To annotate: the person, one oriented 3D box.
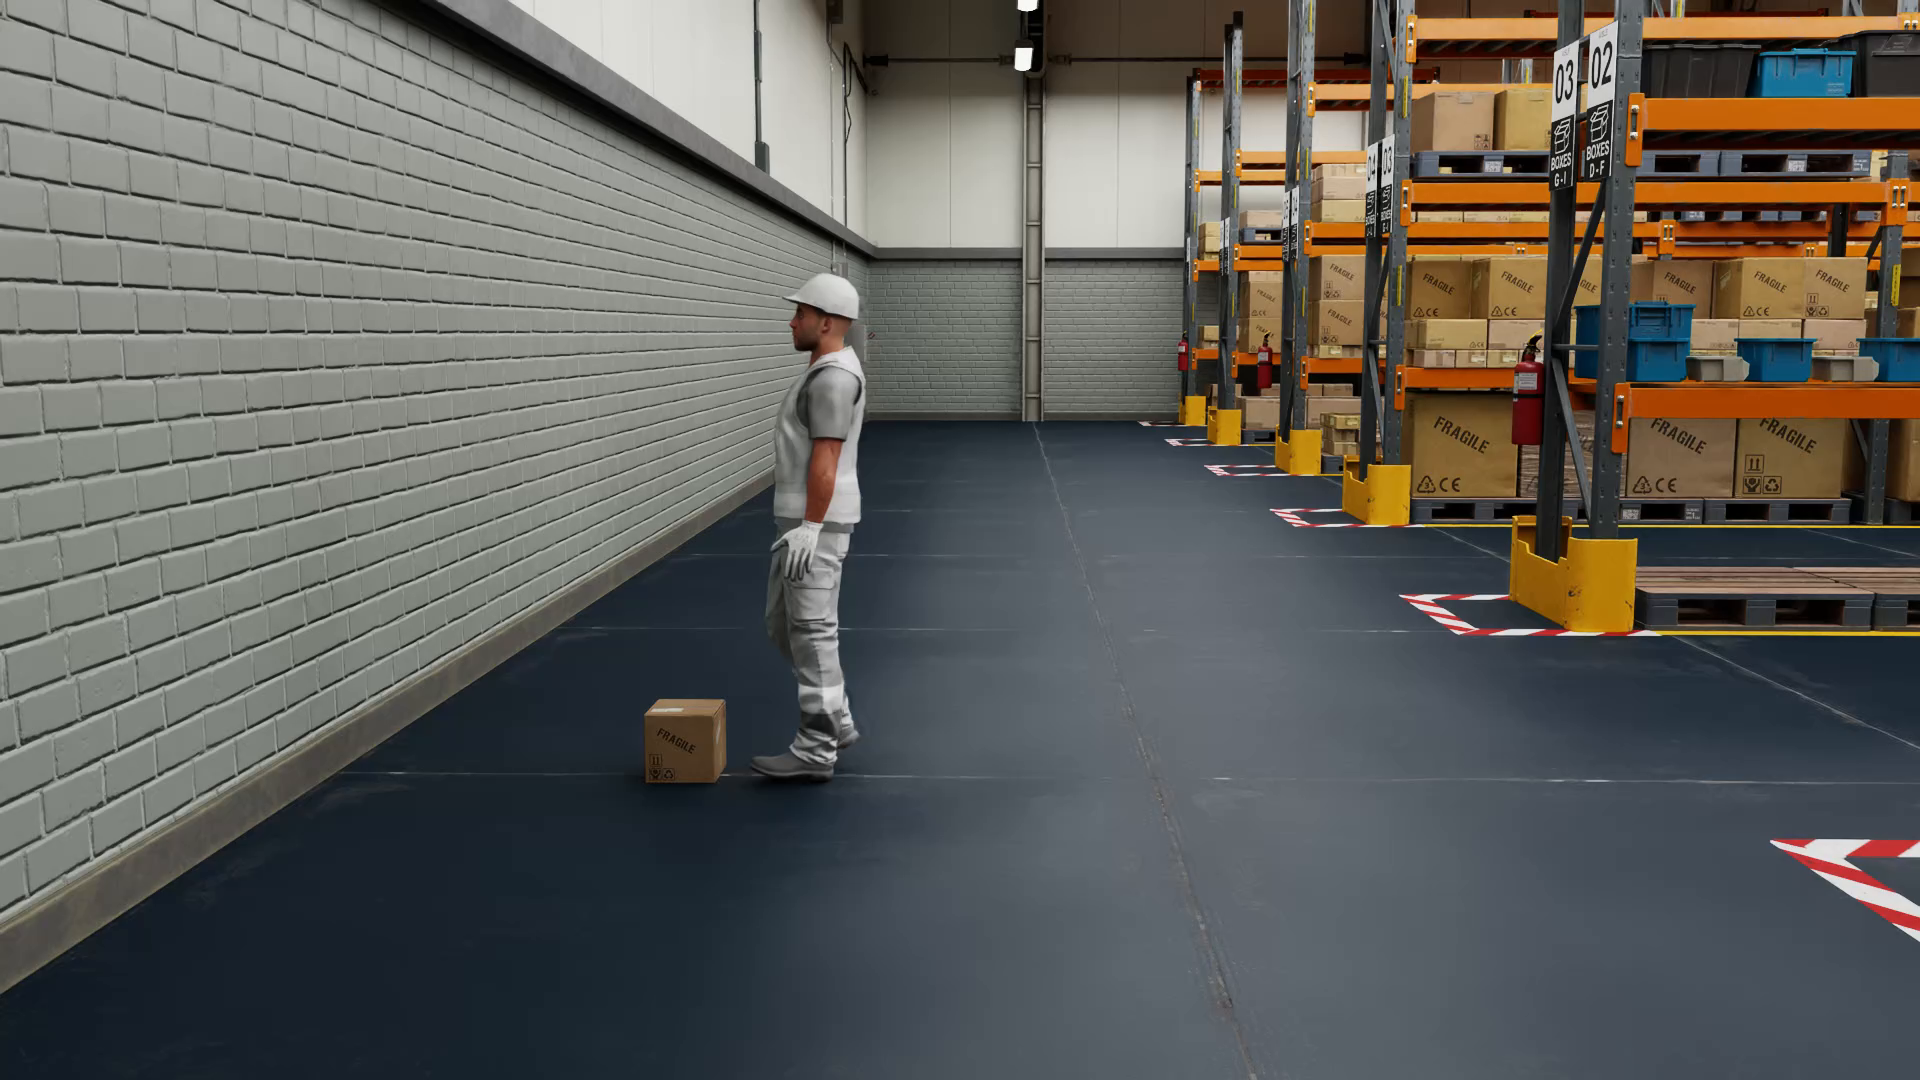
[{"bbox_3d":[-0.545,-0.020,5.918,0.426,1.839,0.564,0,7,-4],"label":"person"}]
